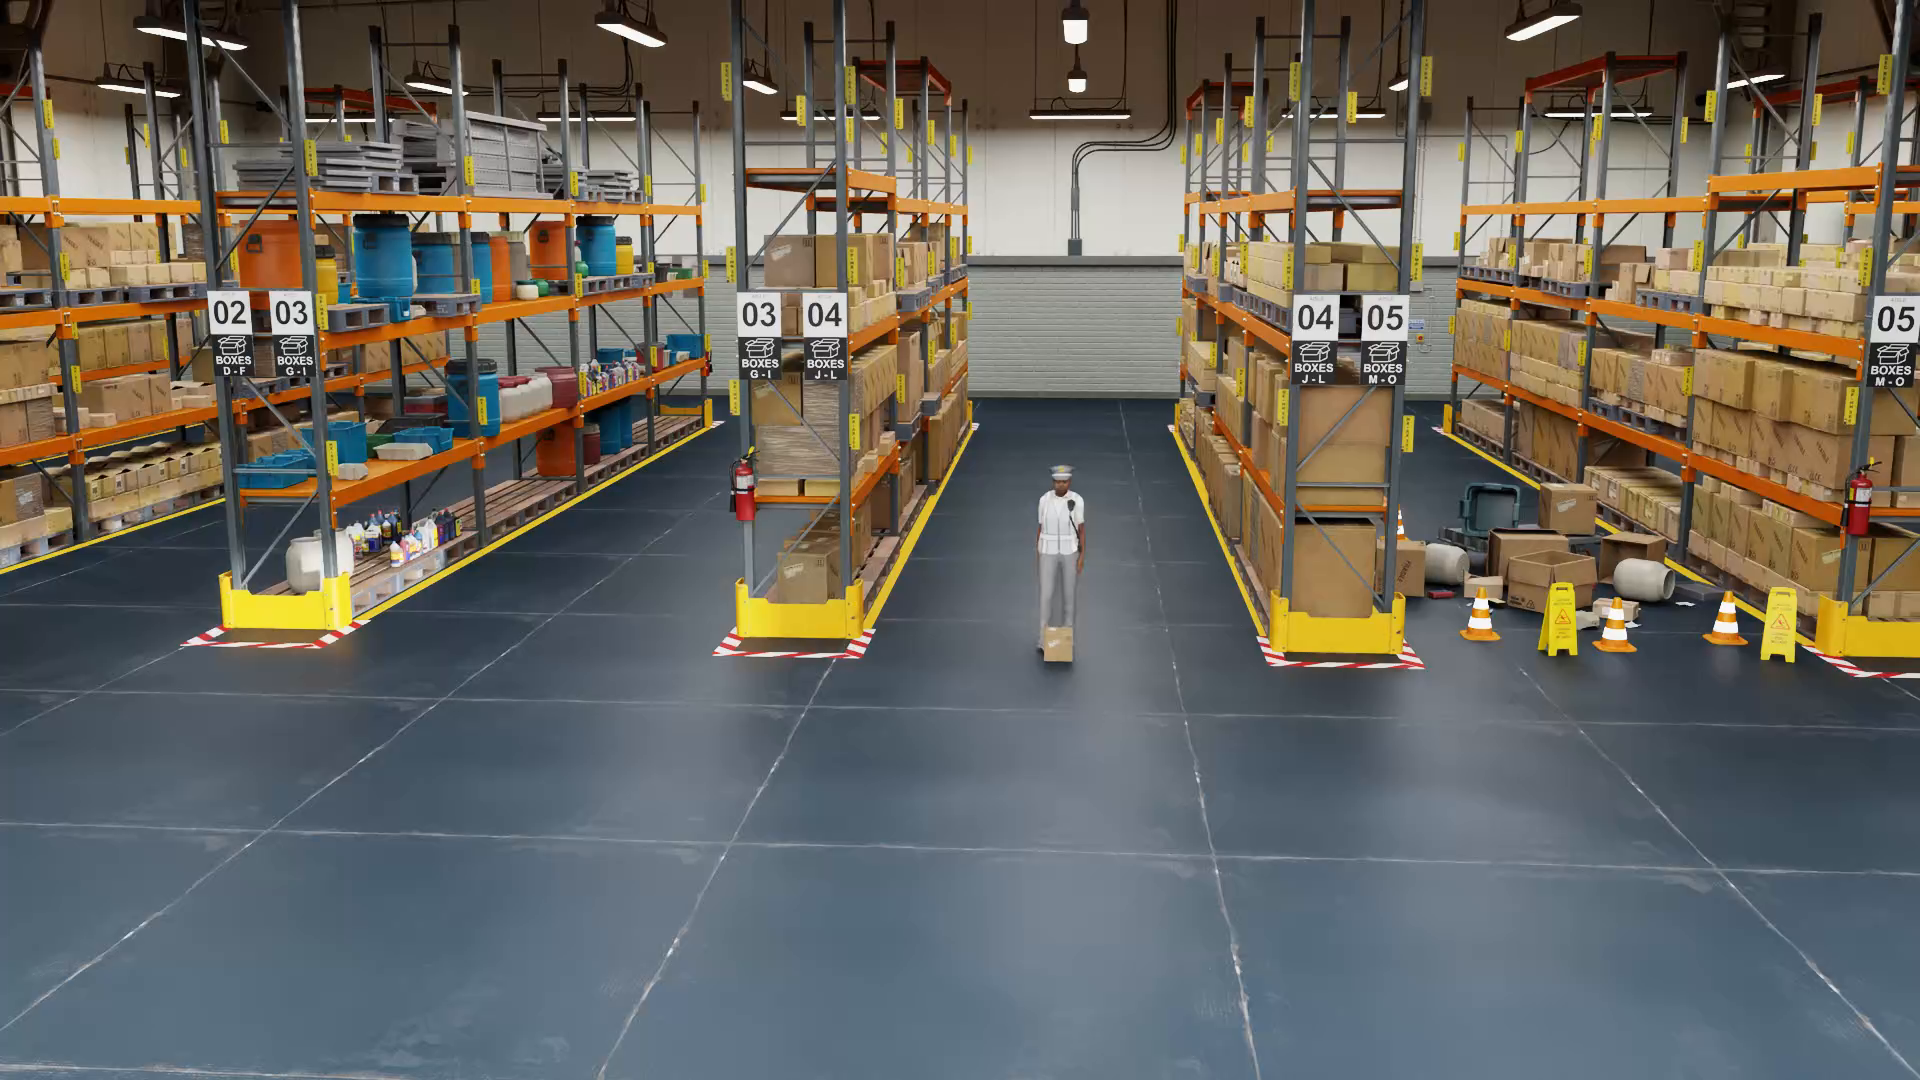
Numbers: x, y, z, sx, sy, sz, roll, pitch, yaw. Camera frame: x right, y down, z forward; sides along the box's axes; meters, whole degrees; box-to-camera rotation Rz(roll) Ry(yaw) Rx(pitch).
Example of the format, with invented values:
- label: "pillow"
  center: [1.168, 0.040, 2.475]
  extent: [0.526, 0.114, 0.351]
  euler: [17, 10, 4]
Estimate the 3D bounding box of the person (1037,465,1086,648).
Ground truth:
- label: "person"
  center: [0.917, 0.150, 15.117]
  extent: [0.441, 1.676, 0.428]
  euler: [1, 11, 5]
